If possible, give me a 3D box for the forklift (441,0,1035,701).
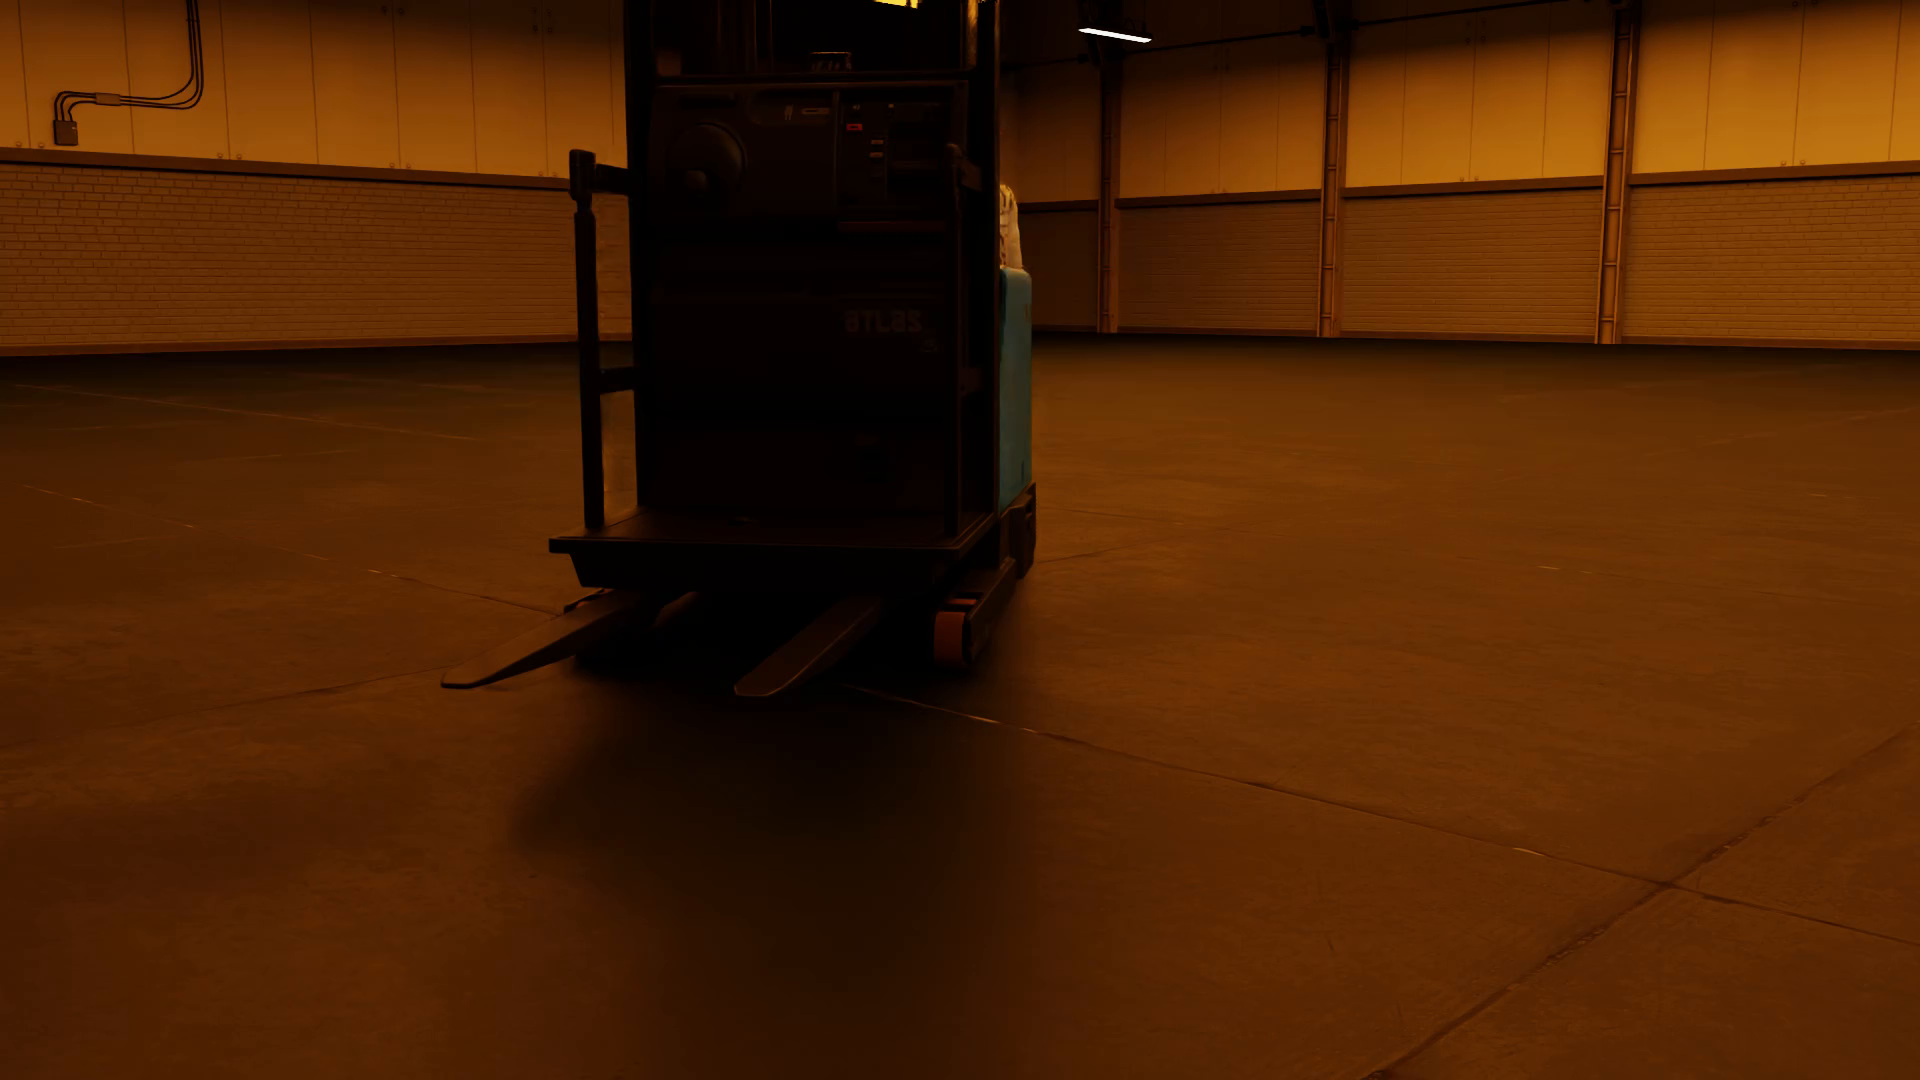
[{"bbox_3d":[-0.467,-1.156,4.550,1.130,2.935,3.031,1,9,9],"label":"forklift"}]

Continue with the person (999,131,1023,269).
[{"bbox_3d":[-0.045,-0.853,6.643,0.530,1.694,0.586,8,12,43],"label":"person"}]
